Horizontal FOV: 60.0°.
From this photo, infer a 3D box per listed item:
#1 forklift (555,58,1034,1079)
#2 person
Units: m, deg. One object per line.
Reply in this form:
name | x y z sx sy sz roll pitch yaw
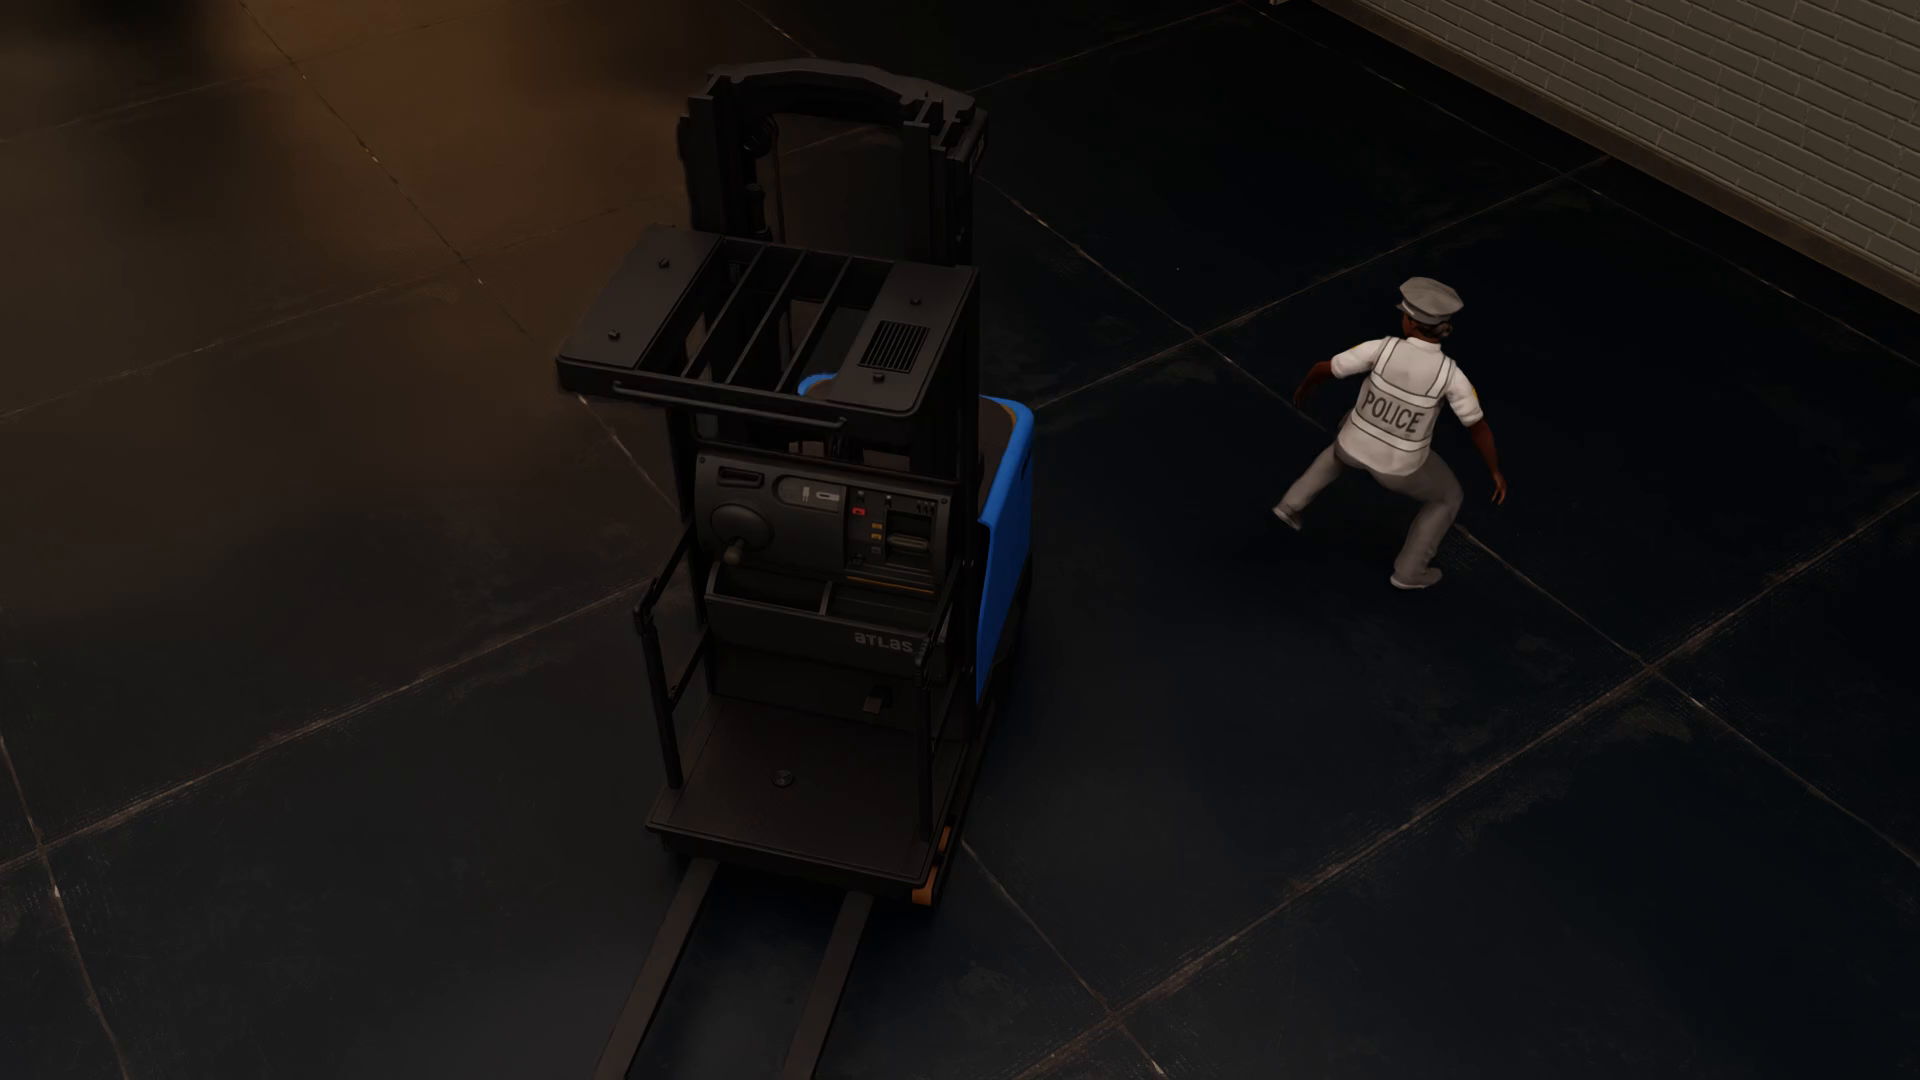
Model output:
forklift | -0.538 0.026 5.687 1.130 2.935 3.031 10 44 11
person | 1.911 -0.430 7.257 0.995 1.548 0.485 28 50 27
